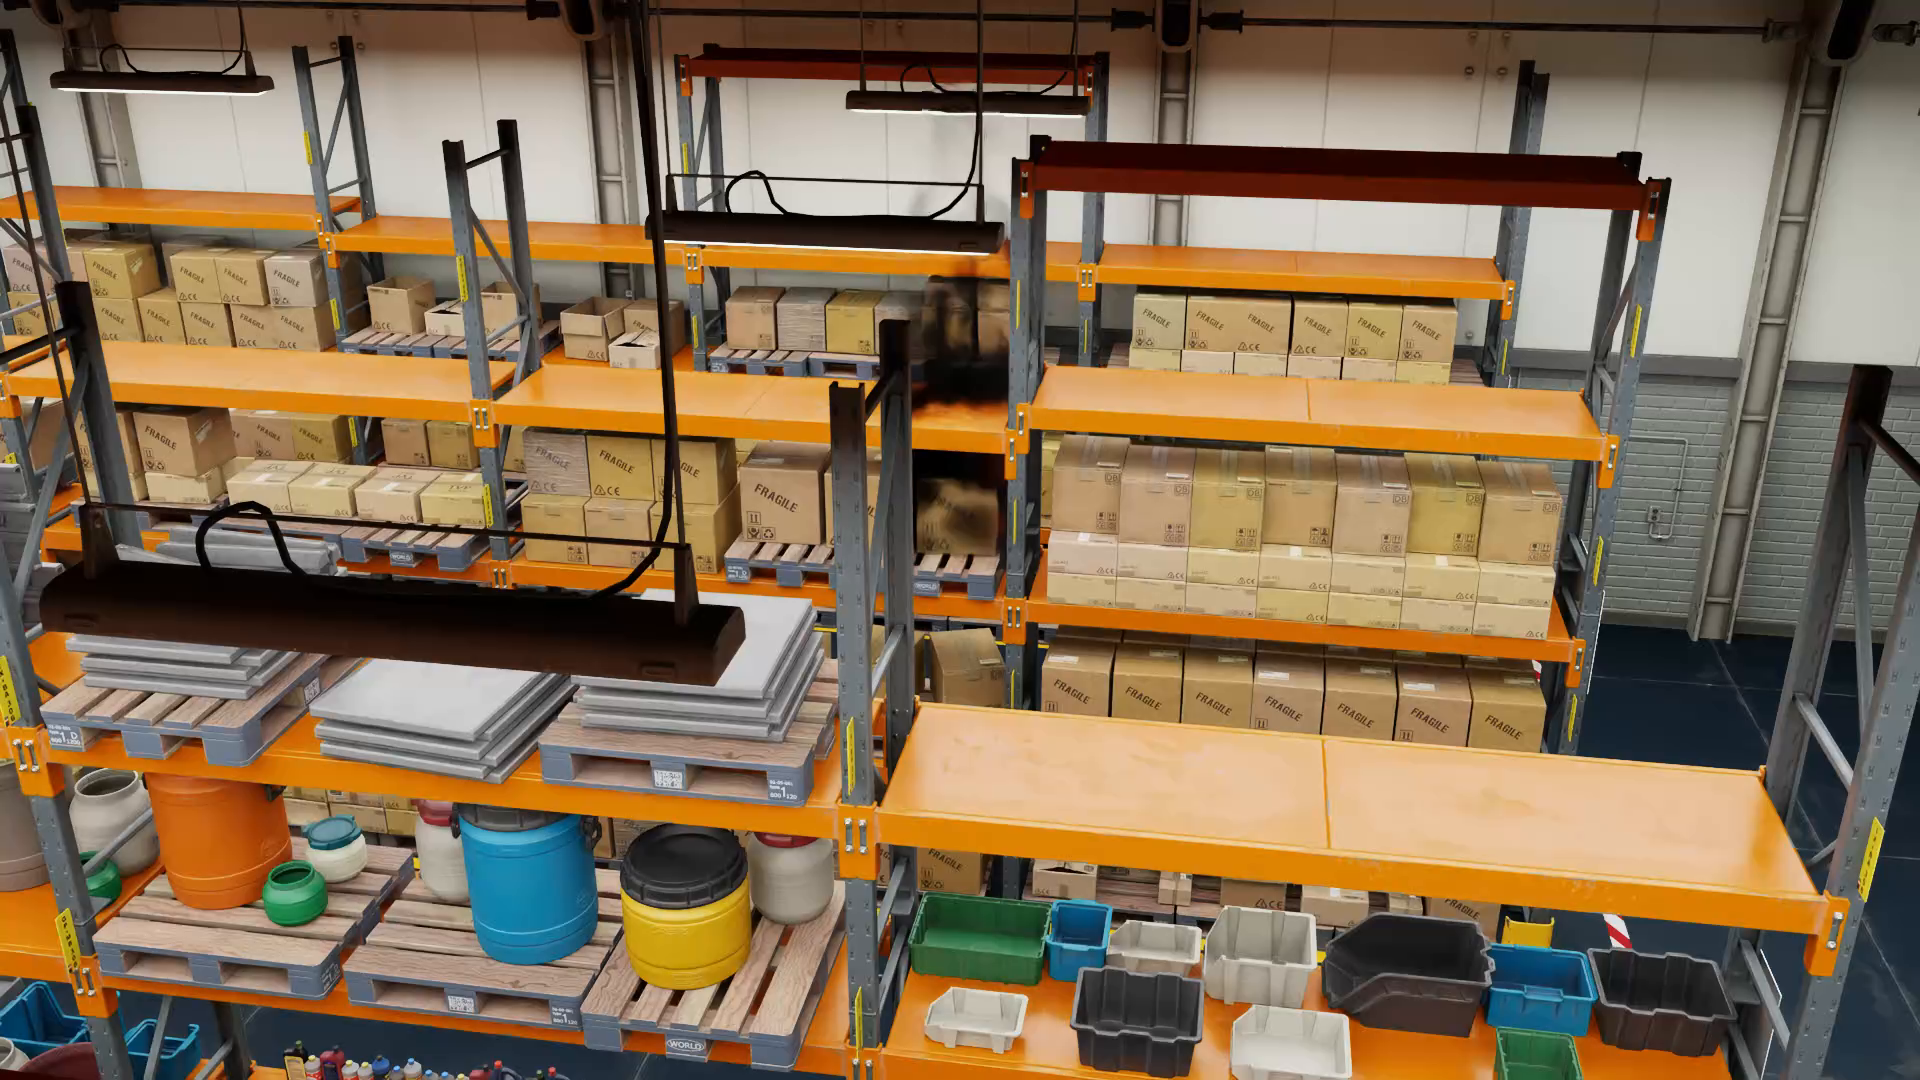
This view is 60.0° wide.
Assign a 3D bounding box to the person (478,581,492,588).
[{"bbox_3d":[-4.188,1.164,15.423,0.943,1.719,0.647,1,23,3],"label":"person"}]
